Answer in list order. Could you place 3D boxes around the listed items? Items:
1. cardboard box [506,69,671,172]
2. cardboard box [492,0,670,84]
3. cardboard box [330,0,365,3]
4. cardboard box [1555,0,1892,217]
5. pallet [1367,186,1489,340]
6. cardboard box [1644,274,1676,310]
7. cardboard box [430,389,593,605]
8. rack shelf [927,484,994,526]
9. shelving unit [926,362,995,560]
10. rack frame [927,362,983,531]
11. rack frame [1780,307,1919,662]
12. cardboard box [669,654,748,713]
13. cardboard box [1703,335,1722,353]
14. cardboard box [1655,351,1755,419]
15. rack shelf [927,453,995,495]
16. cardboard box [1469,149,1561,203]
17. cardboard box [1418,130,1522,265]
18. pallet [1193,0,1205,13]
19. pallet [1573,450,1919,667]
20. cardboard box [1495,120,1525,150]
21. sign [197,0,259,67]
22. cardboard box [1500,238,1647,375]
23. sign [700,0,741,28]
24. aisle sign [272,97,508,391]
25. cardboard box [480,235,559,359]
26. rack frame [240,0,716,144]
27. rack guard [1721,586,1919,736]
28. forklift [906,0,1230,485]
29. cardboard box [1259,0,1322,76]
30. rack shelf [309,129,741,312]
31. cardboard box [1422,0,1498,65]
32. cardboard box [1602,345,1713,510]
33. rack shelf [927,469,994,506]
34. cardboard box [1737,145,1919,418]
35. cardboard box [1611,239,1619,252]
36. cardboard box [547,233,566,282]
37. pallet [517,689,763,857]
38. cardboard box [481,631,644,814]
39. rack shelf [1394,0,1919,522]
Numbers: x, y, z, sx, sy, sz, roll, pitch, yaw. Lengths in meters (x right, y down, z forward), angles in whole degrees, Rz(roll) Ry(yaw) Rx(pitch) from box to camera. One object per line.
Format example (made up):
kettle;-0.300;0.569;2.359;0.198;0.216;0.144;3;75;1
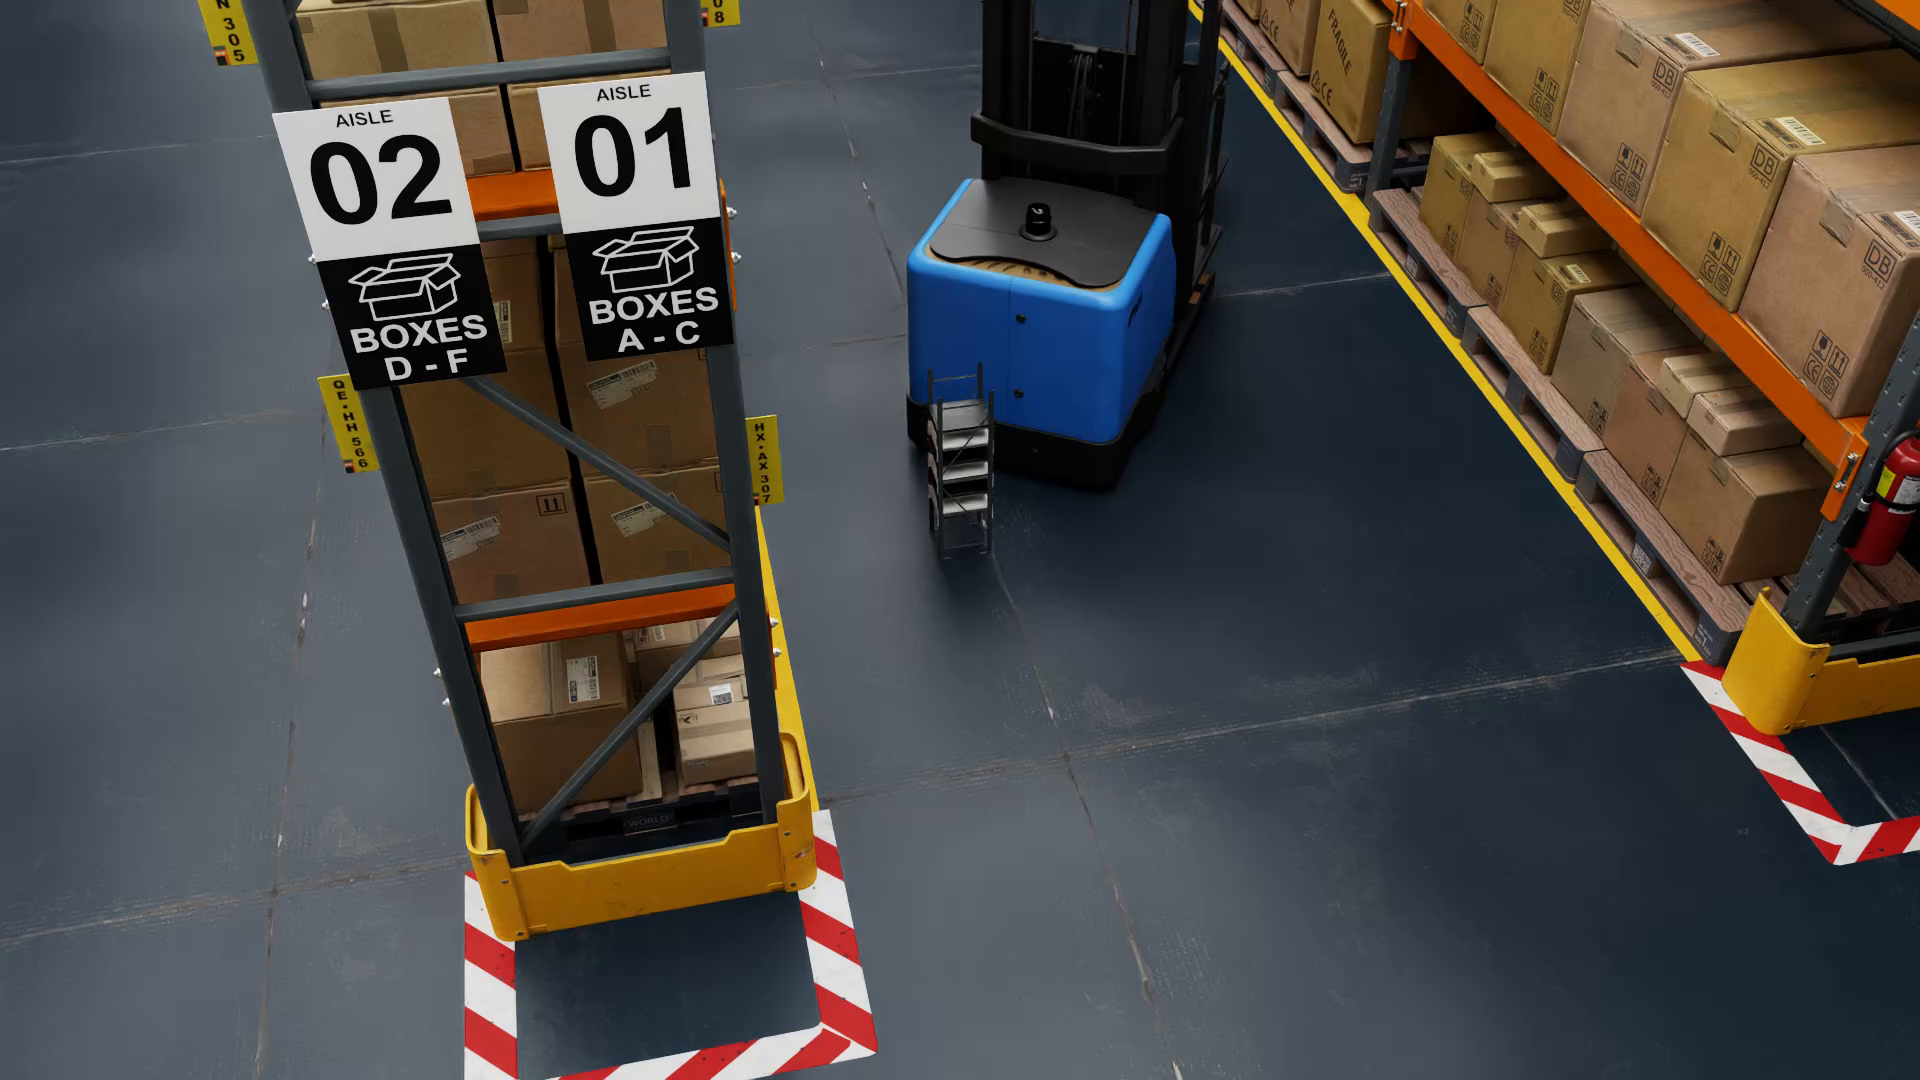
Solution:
cardboard box;-0.969;-1.264;4.550;0.500;0.250;0.500;-8;42;-9
cardboard box;-0.963;-1.452;4.385;0.500;0.250;0.500;-8;42;-9
cardboard box;-1.233;-1.693;4.091;0.700;0.500;0.500;-8;42;-9
cardboard box;3.287;-1.948;7.241;0.980;0.700;0.700;-10;43;-11
pallet;2.954;-1.587;9.160;1.003;0.211;1.213;-8;42;-9
cardboard box;3.428;-1.214;7.718;0.380;0.149;0.250;-8;42;-9
cardboard box;-1.469;-0.118;5.329;0.500;0.500;0.500;-7;42;-8
rack shelf;0.002;-0.172;7.369;0.258;0.077;0.200;-8;42;-9
shelving unit;0.002;-0.331;7.227;0.258;0.900;0.210;-8;42;-9
rack frame;-0.020;-0.397;7.301;0.240;0.900;0.006;-8;42;-9
rack frame;3.730;-0.541;5.882;1.000;3.000;0.127;-8;42;-9
cardboard box;-0.915;0.584;6.418;0.380;0.166;0.250;-8;42;-9
cardboard box;3.540;-0.883;7.345;0.380;0.149;0.250;-8;42;-9
cardboard box;3.220;-0.668;7.103;0.380;0.149;0.250;-7;42;-8
rack shelf;0.002;-0.306;7.249;0.258;0.077;0.200;-8;42;-9
cardboard box;2.824;-1.851;8.436;0.380;0.149;0.250;-7;42;-8
cardboard box;2.928;-1.857;8.930;0.700;0.500;0.500;-8;42;-9
pallet;2.100;-4.162;12.061;1.003;0.211;1.213;-8;42;-9
pallet;3.481;-0.005;7.379;1.003;0.211;1.213;-8;42;-9
cardboard box;3.090;-2.222;8.853;0.380;0.149;0.250;-9;42;-10
sign;-1.652;-1.215;3.715;0.100;0.325;0.005;-8;42;-9
cardboard box;3.142;-1.198;8.188;0.700;0.500;0.500;-7;42;-8
sign;-0.576;-1.355;3.881;0.100;0.325;0.005;-8;42;-9
aisle sign;-1.391;-0.713;4.117;0.394;0.787;0.004;-8;42;-9
cardboard box;-1.581;-0.817;5.364;0.500;0.500;0.500;-7;42;-8
rack frame;-1.106;-2.072;3.088;1.000;3.000;0.127;-8;42;-9
rack guard;3.735;0.409;6.694;1.175;0.500;0.348;-8;42;-9
forklift;0.734;-2.338;7.958;1.130;2.935;3.031;14;43;15
cardboard box;2.405;-3.465;10.479;0.750;0.750;0.750;-7;42;-8
rack shelf;-1.538;-1.978;5.783;1.077;0.370;4.000;-8;42;-9
cardboard box;2.968;-2.892;8.304;0.980;0.700;0.700;-8;42;-9
cardboard box;3.373;-0.527;7.433;0.700;0.500;0.500;-8;42;-9
rack shelf;0.002;-0.239;7.309;0.258;0.077;0.200;-8;42;-9
cardboard box;3.610;-0.982;6.153;0.980;0.700;0.700;-7;42;-7
cardboard box;3.317;-1.546;8.092;0.380;0.149;0.250;-8;42;-9
cardboard box;-1.065;-0.903;5.461;0.500;0.500;0.500;-8;42;-9
pallet;-1.296;0.648;6.643;1.003;0.211;1.213;-8;42;-9
cardboard box;-1.464;0.624;6.120;0.500;0.500;0.500;-8;42;-9
rack shelf;3.298;-1.568;7.581;1.077;0.370;4.000;-8;42;-9
